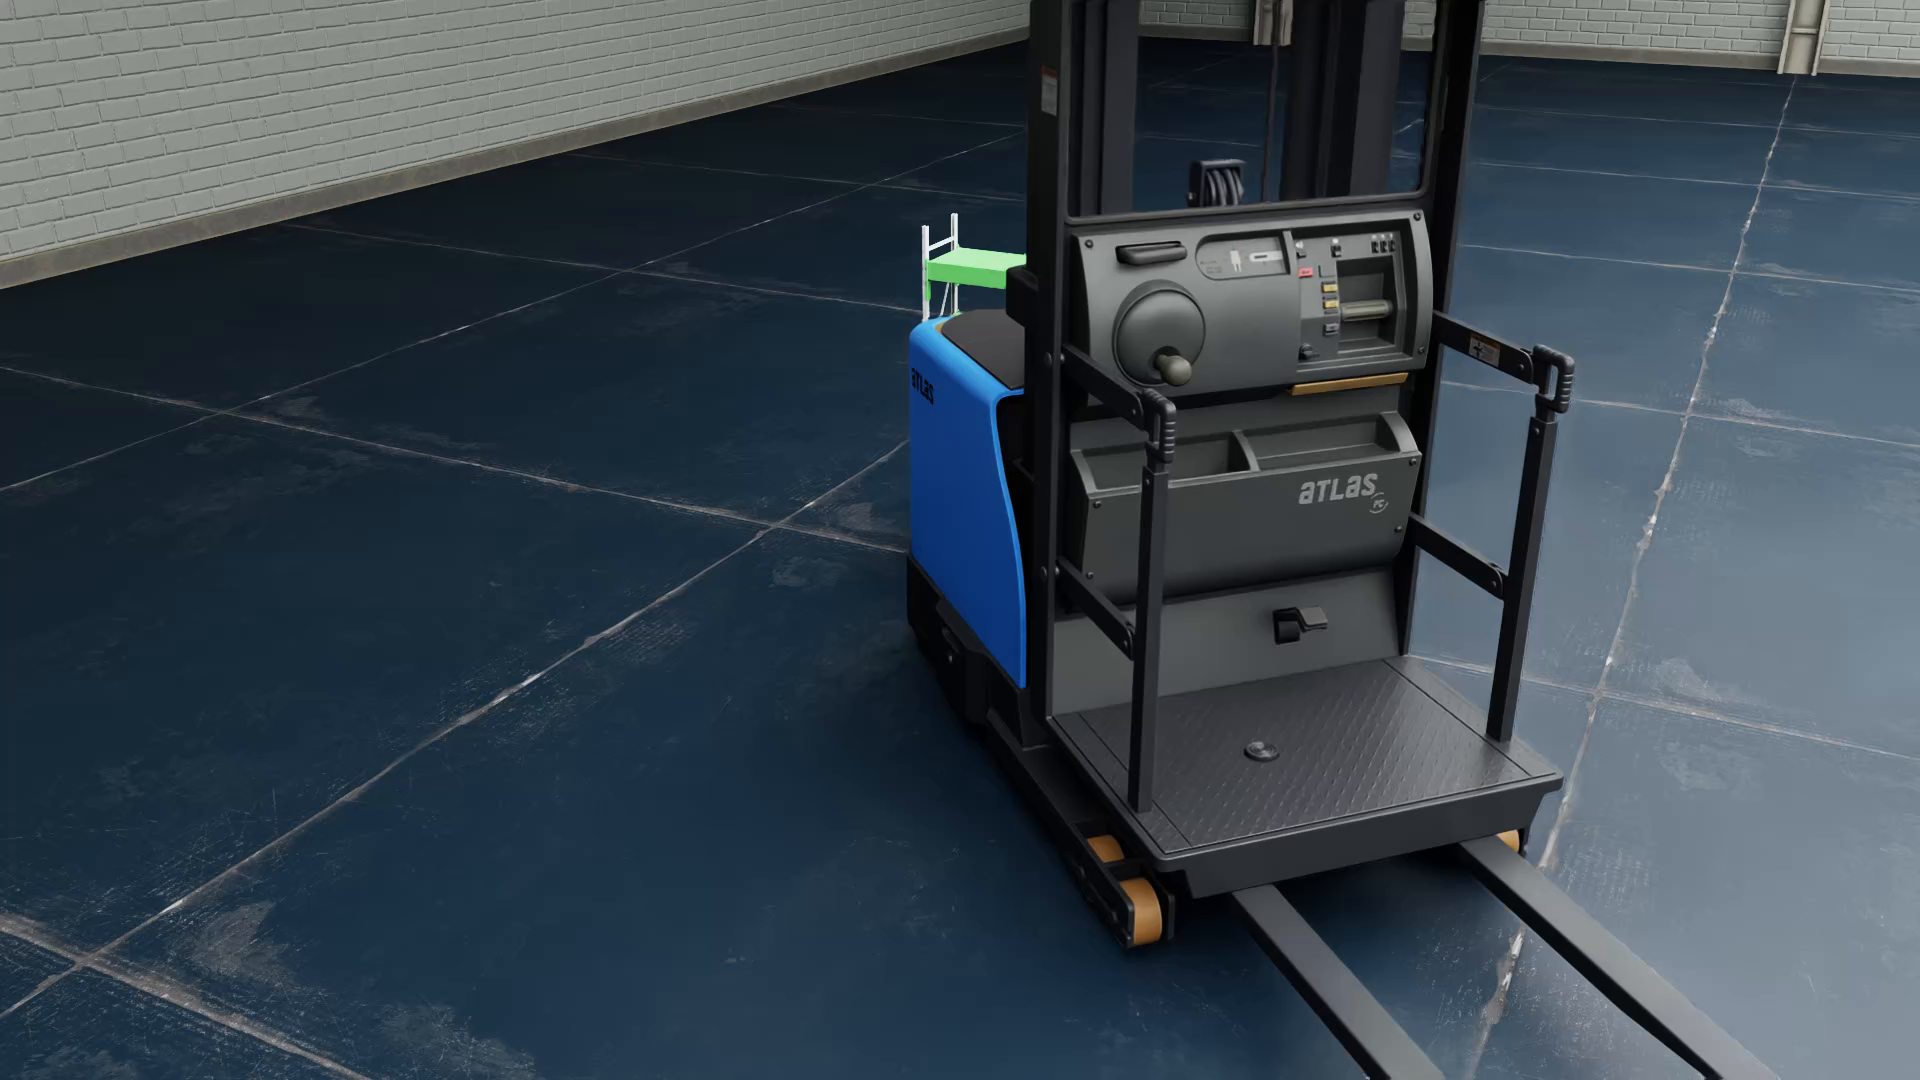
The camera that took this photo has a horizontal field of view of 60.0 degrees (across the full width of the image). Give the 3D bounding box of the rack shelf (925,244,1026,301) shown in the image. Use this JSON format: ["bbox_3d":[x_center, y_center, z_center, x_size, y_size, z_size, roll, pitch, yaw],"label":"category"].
[{"bbox_3d":[0.148,-0.906,5.784,0.480,0.148,0.258,11,25,25],"label":"rack shelf"}]

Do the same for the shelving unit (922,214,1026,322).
[{"bbox_3d":[0.148,-0.523,5.946,0.503,1.200,0.258,11,25,25],"label":"shelving unit"}]

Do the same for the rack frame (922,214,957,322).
[{"bbox_3d":[-0.070,-0.566,6.048,0.015,1.200,0.240,11,25,25],"label":"rack frame"}]

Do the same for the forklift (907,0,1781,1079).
[{"bbox_3d":[0.795,-0.557,3.816,1.130,2.935,3.031,-8,24,-18],"label":"forklift"}]

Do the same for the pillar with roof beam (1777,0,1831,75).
[{"bbox_3d":[7.330,-7.814,13.126,0.400,9.000,9.100,11,25,25],"label":"pillar with roof beam"}]

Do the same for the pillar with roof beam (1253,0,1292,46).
[{"bbox_3d":[1.976,-8.874,15.617,0.400,9.000,9.100,11,25,25],"label":"pillar with roof beam"}]

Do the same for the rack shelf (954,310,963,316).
[{"bbox_3d":[0.148,-0.685,5.878,0.480,0.148,0.258,11,25,25],"label":"rack shelf"}]
